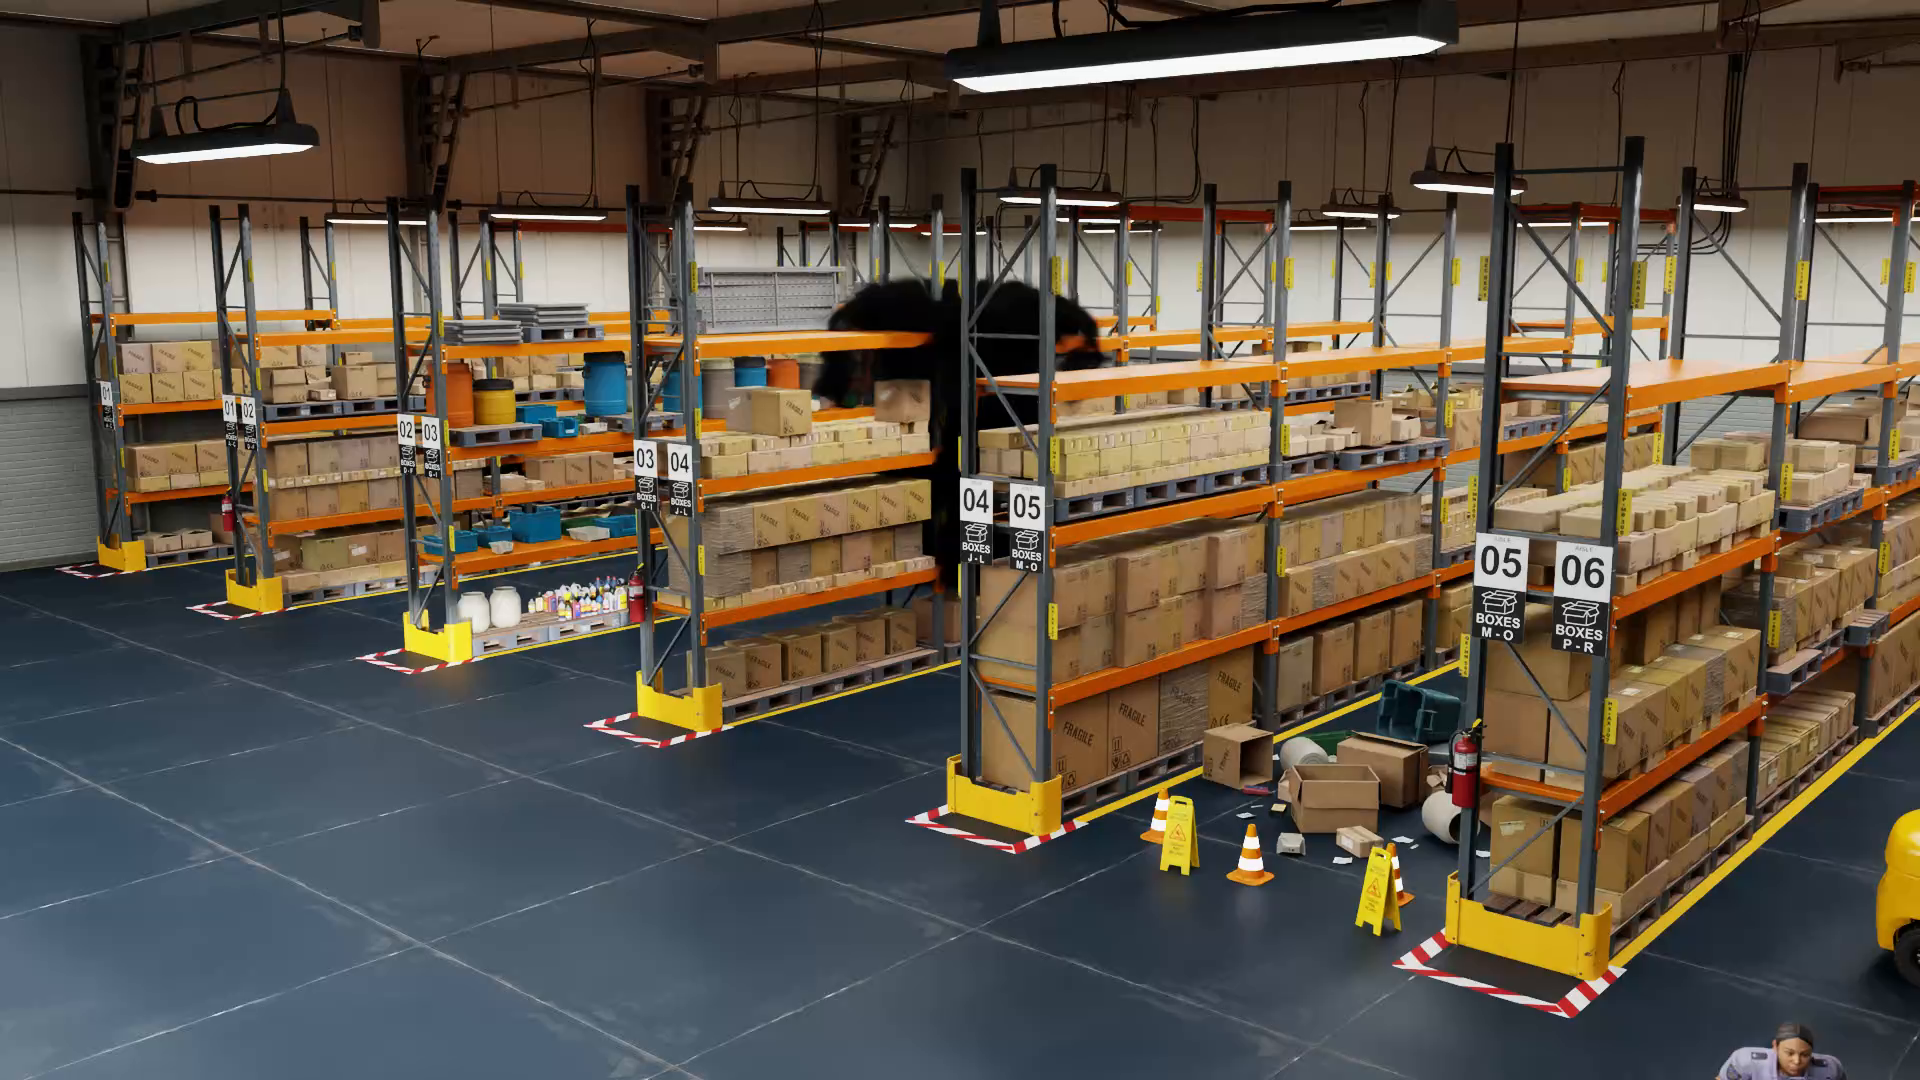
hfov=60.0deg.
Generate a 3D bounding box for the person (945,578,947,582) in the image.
[{"bbox_3d":[-0.271,-0.145,25.496,0.595,1.643,0.513,6,11,32],"label":"person"}]

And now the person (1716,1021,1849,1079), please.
[{"bbox_3d":[4.104,3.054,8.377,0.615,1.609,0.841,2,10,14],"label":"person"}]

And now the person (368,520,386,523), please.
[{"bbox_3d":[-10.239,-0.574,29.322,0.668,1.773,0.868,4,10,22],"label":"person"}]
